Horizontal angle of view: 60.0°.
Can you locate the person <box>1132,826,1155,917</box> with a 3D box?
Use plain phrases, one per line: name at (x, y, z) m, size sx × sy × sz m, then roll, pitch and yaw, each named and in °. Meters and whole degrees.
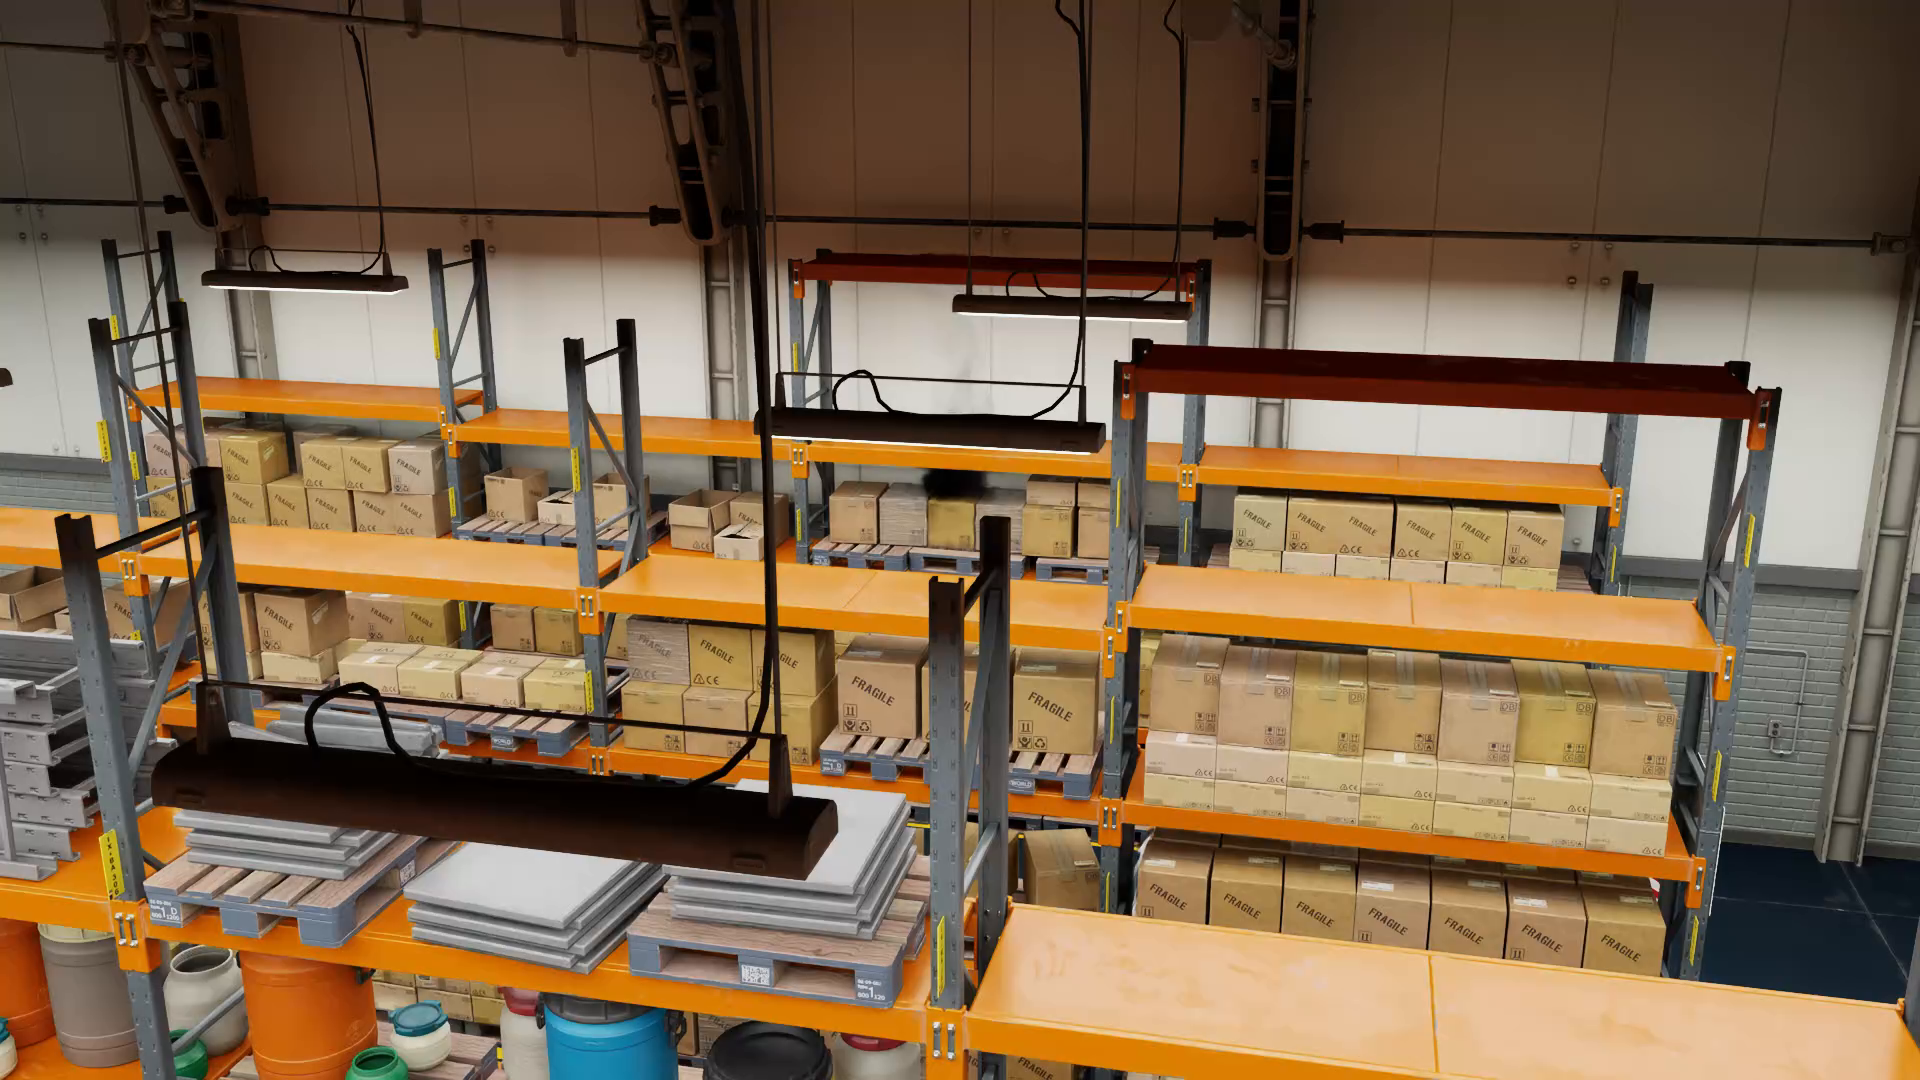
person at (2.022, 2.807, 15.749) m, size 1.009 × 1.752 × 0.702 m, roll 3°, pitch 17°, yaw 9°
